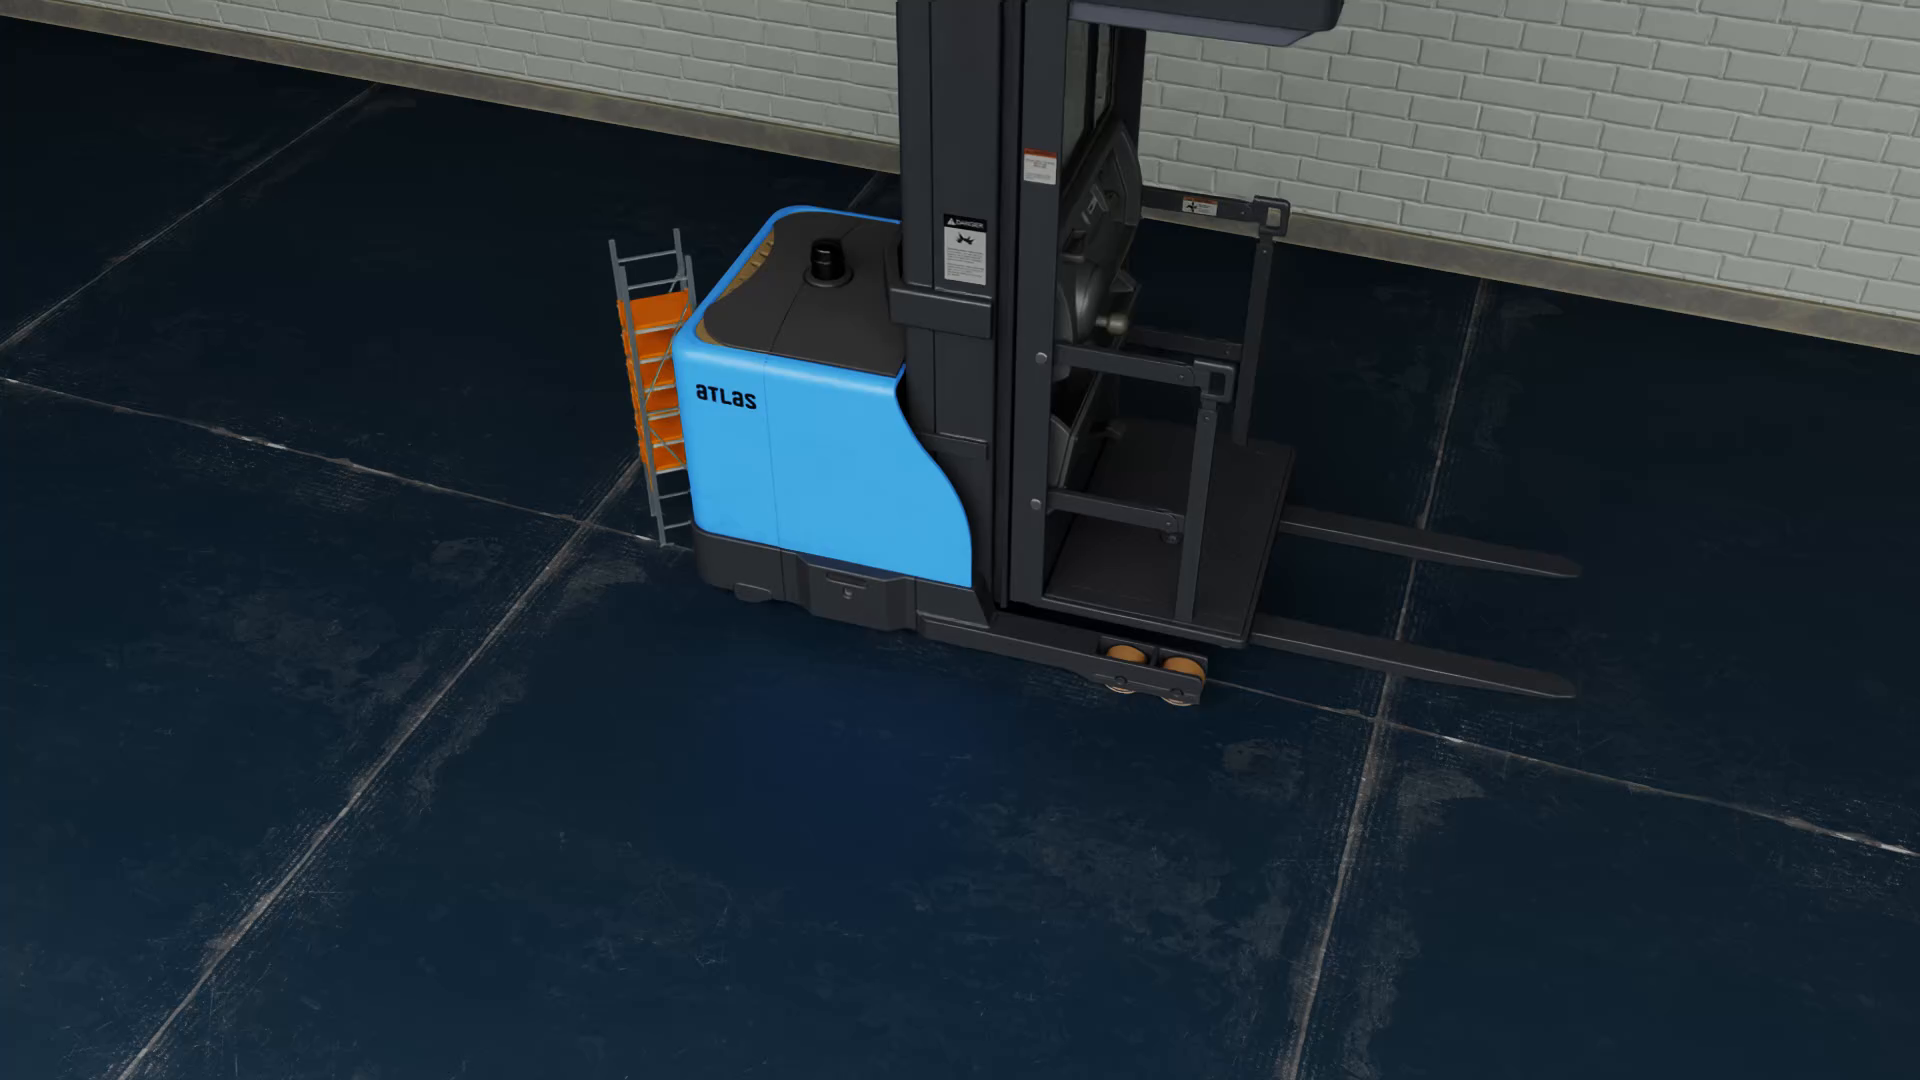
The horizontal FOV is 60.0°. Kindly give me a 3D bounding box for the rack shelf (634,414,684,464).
[{"bbox_3d":[-1.035,-0.391,6.036,0.258,0.103,0.180,-13,42,-15],"label":"rack shelf"}]

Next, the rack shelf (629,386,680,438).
[{"bbox_3d":[-1.036,-0.483,5.959,0.258,0.103,0.180,-13,42,-15],"label":"rack shelf"}]

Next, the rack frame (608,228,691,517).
[{"bbox_3d":[-1.066,-0.572,5.996,0.240,1.200,0.006,-13,42,-15],"label":"rack frame"}]

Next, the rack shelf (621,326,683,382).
[{"bbox_3d":[-1.036,-0.666,5.804,0.258,0.103,0.180,-13,42,-15],"label":"rack shelf"}]

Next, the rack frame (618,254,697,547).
[{"bbox_3d":[-1.005,-0.461,5.864,0.240,1.200,0.006,-13,42,-15],"label":"rack frame"}]

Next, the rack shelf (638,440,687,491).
[{"bbox_3d":[-1.035,-0.299,6.114,0.258,0.103,0.180,-13,42,-15],"label":"rack shelf"}]

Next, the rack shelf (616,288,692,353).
[{"bbox_3d":[-1.036,-0.758,5.727,0.258,0.103,0.180,-13,42,-15],"label":"rack shelf"}]

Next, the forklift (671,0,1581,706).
[{"bbox_3d":[0.623,-0.945,5.099,3.031,2.935,1.130,12,42,13],"label":"forklift"}]

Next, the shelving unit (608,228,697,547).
[{"bbox_3d":[-1.036,-0.517,5.930,0.258,1.200,0.189,-13,42,-15],"label":"shelving unit"}]

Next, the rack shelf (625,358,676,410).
[{"bbox_3d":[-1.036,-0.574,5.881,0.258,0.103,0.180,-13,42,-15],"label":"rack shelf"}]
